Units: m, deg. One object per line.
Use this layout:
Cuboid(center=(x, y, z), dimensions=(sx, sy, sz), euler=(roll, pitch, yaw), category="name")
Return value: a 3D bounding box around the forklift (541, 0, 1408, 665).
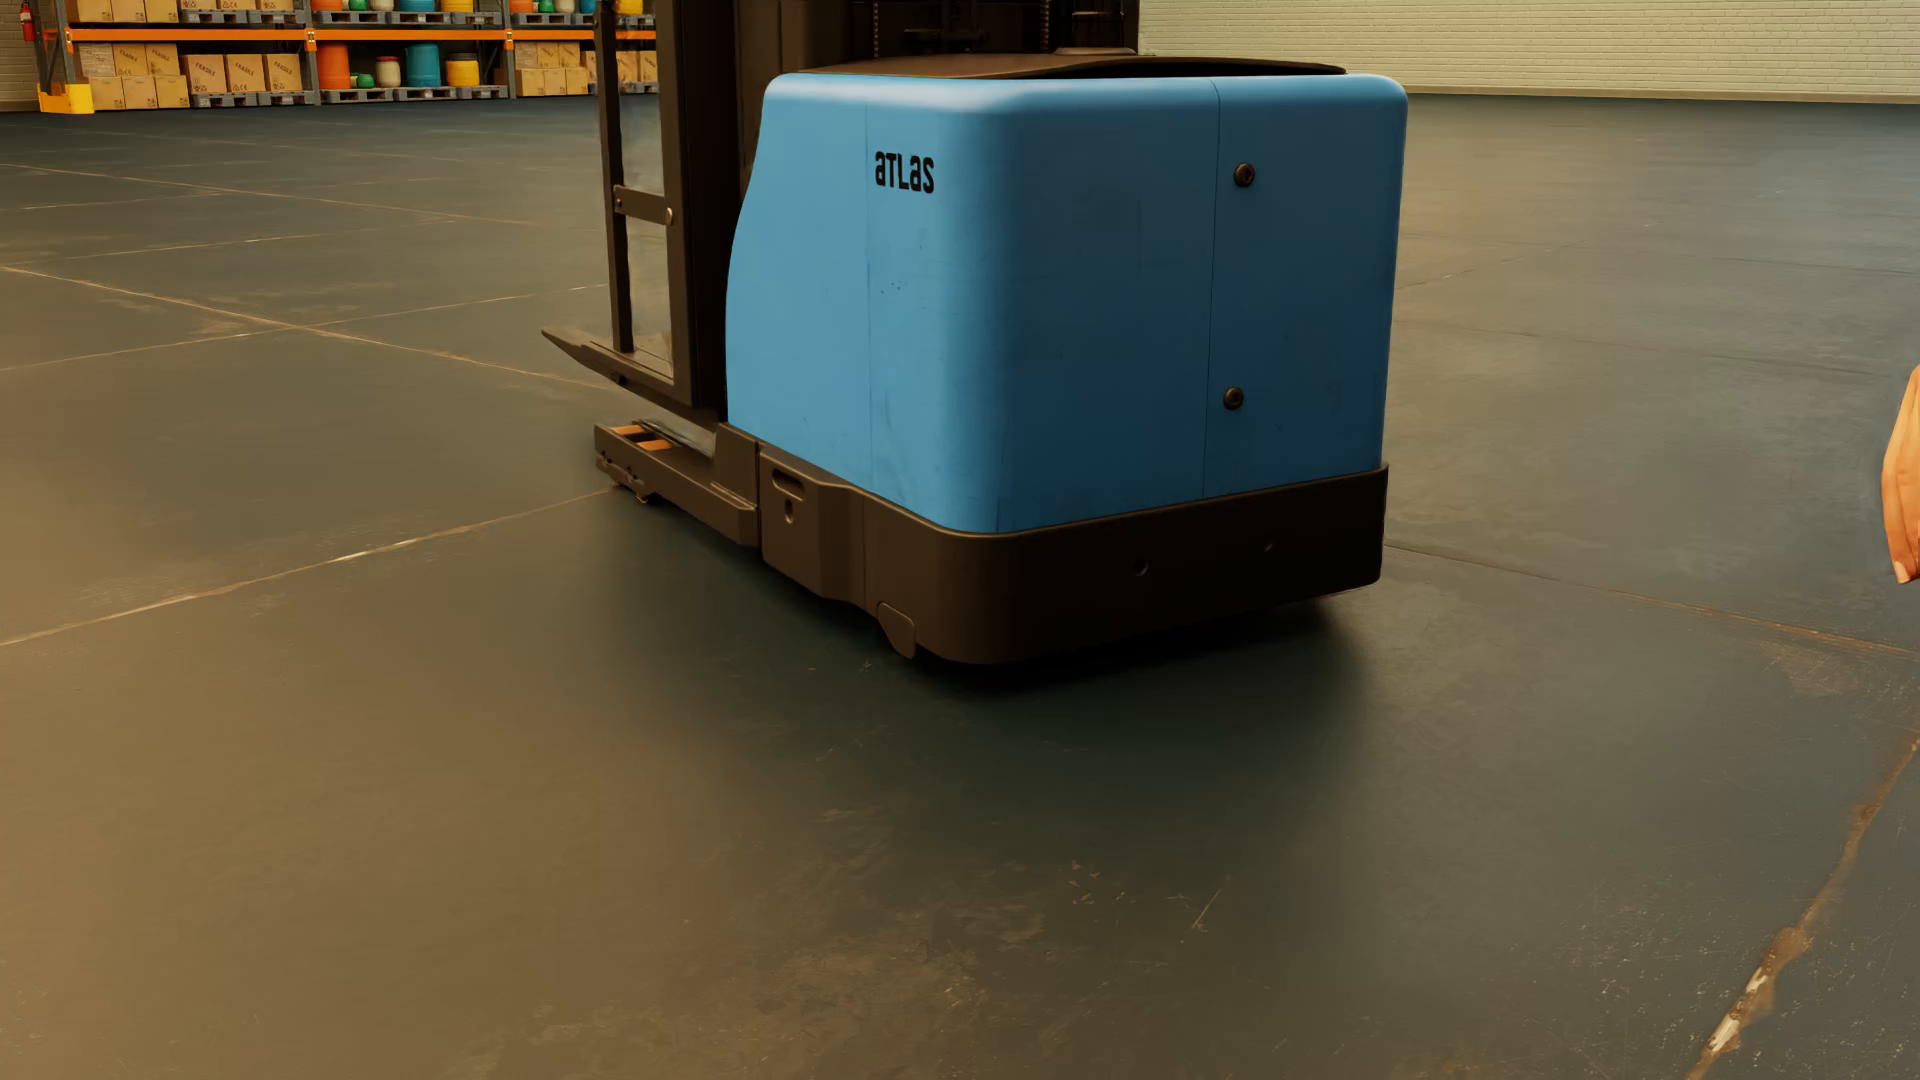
Cuboid(center=(-0.312, -1.555, 4.018), dimensions=(1.130, 2.935, 3.031), euler=(-10, 19, -29), category="forklift")
